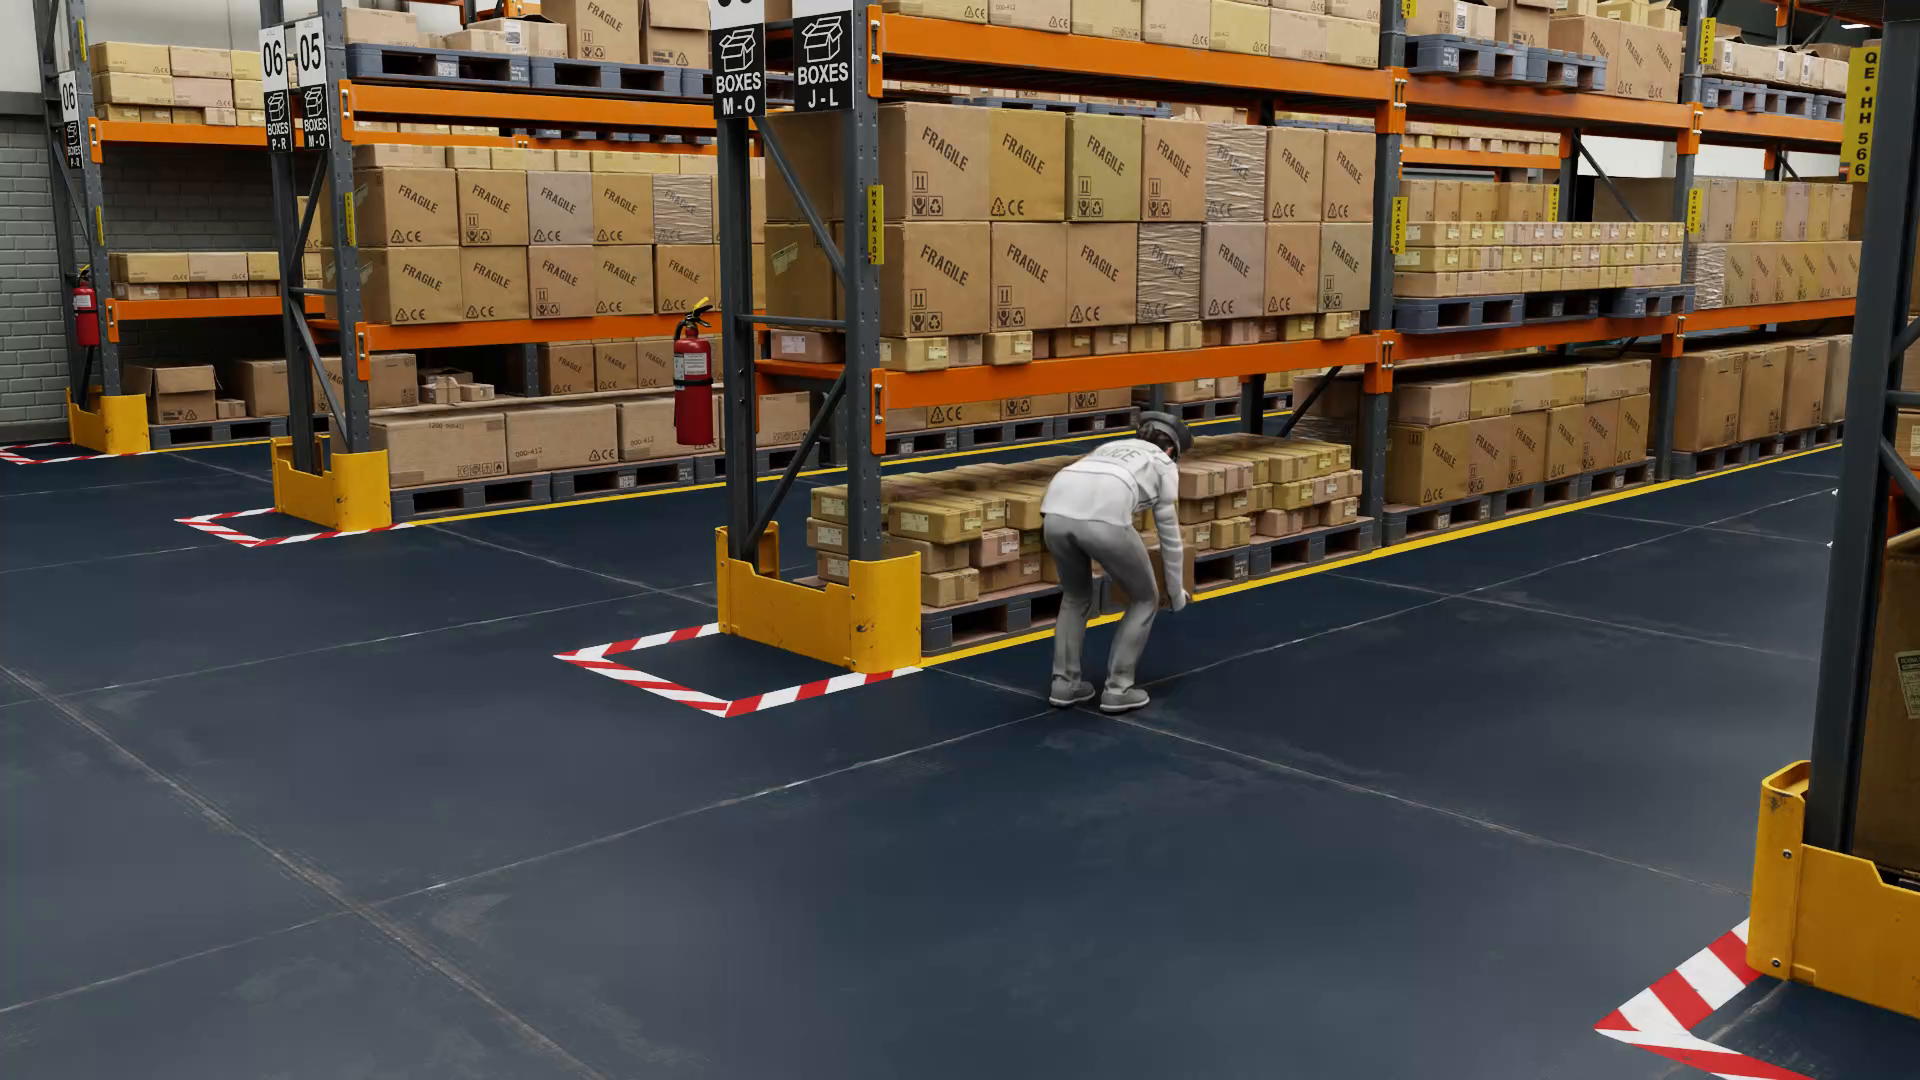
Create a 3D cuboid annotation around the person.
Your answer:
[{"bbox_3d":[0.667,0.078,6.848,0.430,1.172,0.911,7,13,34],"label":"person"}]
